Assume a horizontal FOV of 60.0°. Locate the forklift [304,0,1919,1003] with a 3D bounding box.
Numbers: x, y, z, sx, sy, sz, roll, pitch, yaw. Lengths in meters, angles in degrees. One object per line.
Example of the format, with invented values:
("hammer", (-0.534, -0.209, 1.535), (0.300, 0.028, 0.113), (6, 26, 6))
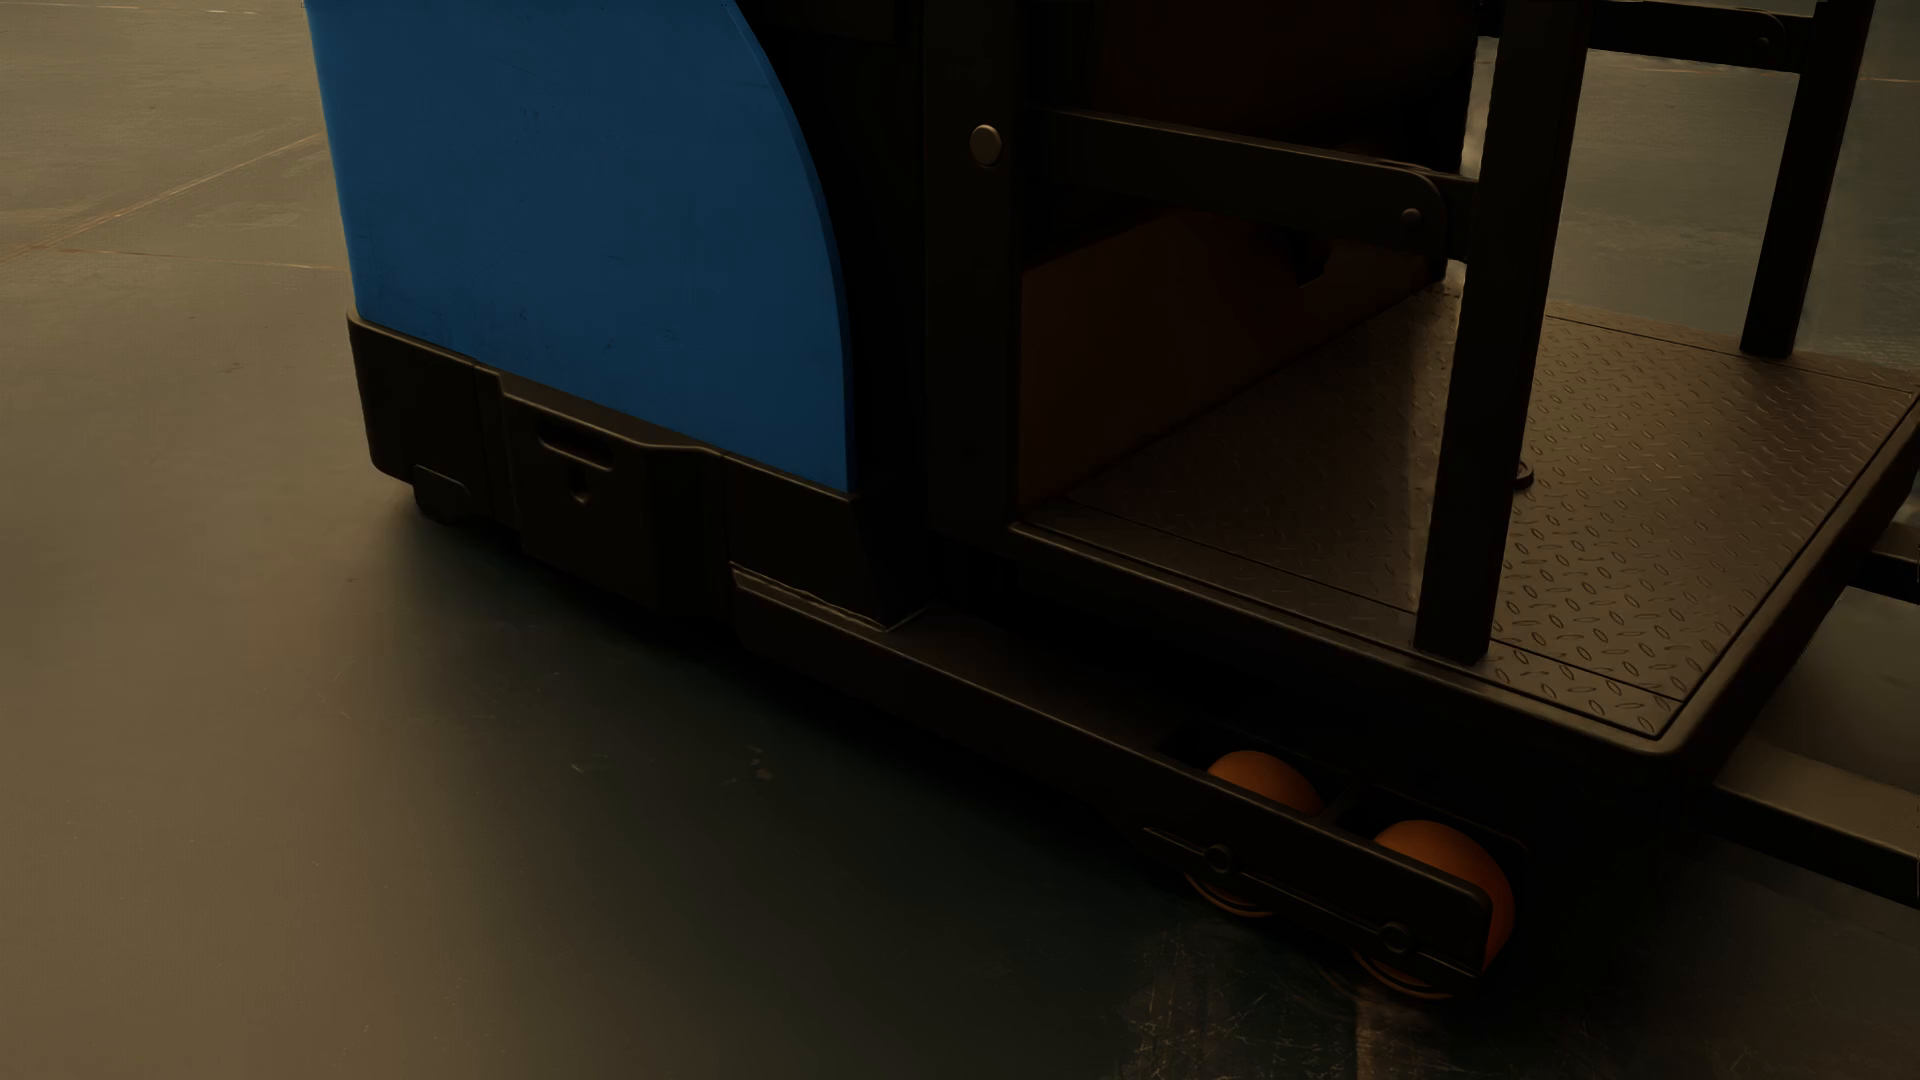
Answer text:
("forklift", (0.544, -1.135, 1.496), (3.031, 2.935, 1.130), (20, 33, 34))
